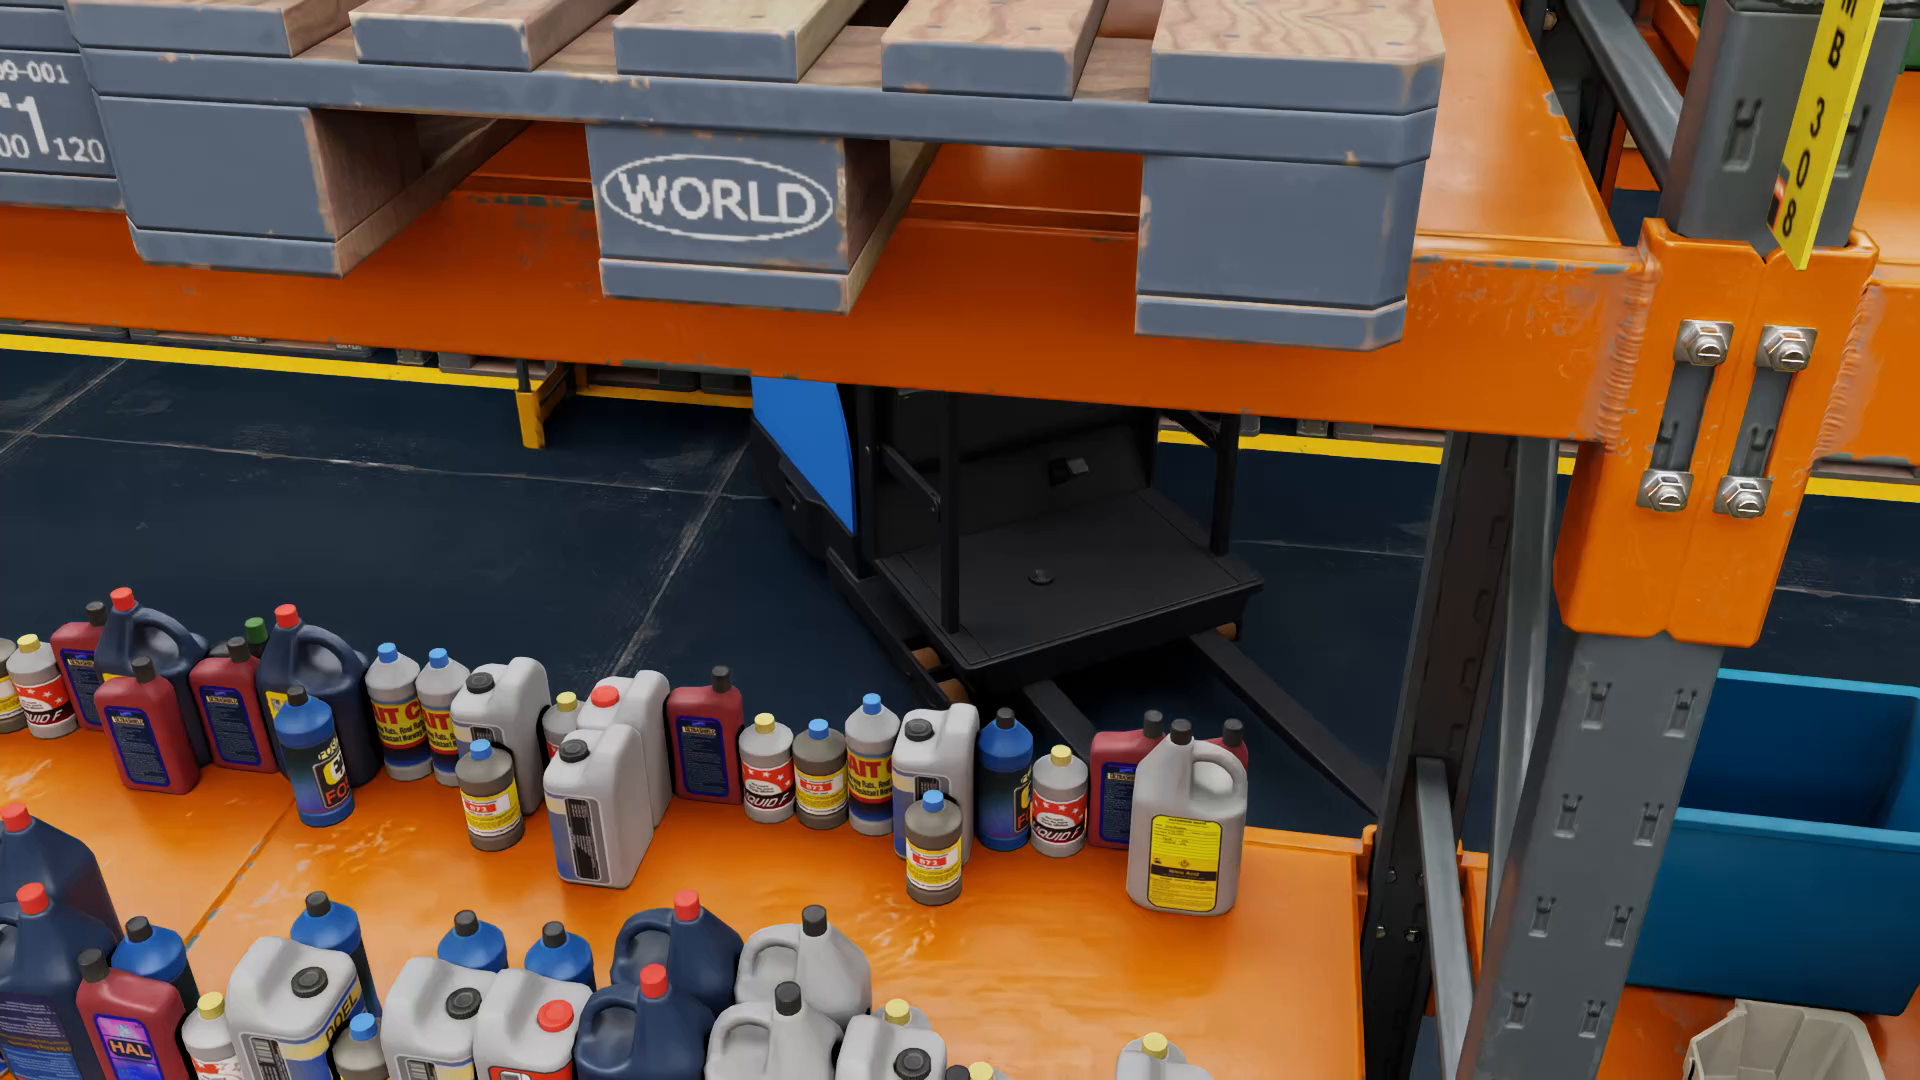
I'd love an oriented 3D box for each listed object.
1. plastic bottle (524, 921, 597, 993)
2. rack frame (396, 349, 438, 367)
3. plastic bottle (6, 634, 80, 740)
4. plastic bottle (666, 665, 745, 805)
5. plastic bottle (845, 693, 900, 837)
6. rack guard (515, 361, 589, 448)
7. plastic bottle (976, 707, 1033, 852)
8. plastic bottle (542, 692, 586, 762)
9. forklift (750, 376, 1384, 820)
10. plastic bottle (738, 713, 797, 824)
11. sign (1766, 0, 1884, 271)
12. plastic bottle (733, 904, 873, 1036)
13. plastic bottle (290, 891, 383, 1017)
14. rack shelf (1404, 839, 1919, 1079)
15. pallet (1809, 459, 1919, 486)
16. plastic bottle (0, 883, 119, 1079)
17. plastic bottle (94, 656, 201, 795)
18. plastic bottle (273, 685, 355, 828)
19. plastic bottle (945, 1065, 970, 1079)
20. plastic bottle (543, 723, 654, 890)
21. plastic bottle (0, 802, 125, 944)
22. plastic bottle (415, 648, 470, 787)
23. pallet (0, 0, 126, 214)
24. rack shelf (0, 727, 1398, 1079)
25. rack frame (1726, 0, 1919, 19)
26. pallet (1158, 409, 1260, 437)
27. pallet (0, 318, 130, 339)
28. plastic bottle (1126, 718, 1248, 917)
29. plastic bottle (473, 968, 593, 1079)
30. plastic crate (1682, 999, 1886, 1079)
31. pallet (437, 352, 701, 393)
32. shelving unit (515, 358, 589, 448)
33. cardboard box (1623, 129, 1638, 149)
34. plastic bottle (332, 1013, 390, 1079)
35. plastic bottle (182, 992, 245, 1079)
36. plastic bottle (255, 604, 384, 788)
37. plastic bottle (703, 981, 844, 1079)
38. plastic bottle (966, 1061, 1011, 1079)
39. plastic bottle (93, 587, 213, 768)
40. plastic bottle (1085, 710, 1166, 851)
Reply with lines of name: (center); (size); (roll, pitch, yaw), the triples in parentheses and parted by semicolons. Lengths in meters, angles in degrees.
plastic bottle: (-0.586, 0.674, 2.467); (0.097, 0.271, 0.097); (0, 32, 0)
rack frame: (-2.395, -2.317, 7.124); (0.127, 3.000, 1.000); (5, 32, 8)
plastic bottle: (-1.751, 0.272, 3.176); (0.097, 0.201, 0.097); (0, 32, 0)
plastic bottle: (-0.454, 0.345, 2.982); (0.133, 0.283, 0.061); (5, 32, 8)
plastic bottle: (-0.151, 0.387, 2.926); (0.097, 0.271, 0.097); (0, 32, 0)
rack guard: (-1.718, -0.637, 7.031); (0.087, 0.250, 0.587); (5, 32, 8)
plastic bottle: (0.077, 0.408, 2.892); (0.097, 0.271, 0.097); (0, 32, 0)
plastic bottle: (-0.703, 0.367, 3.024); (0.097, 0.201, 0.097); (0, 32, 0)
forklift: (0.293, -0.904, 4.932); (1.130, 2.935, 3.031); (-15, 35, -22)
plastic bottle: (-0.343, 0.399, 2.972); (0.097, 0.201, 0.097); (0, 32, 0)
sign: (0.617, -0.357, 1.158); (0.005, 0.325, 0.100); (5, 32, 8)
plastic bottle: (-0.226, 0.665, 2.407); (0.185, 0.351, 0.144); (5, 32, 8)
plastic bottle: (-0.948, 0.642, 2.519); (0.097, 0.271, 0.097); (0, 32, 0)
rack shelf: (2.683, 1.114, 2.321); (4.000, 0.370, 1.077); (5, 32, 8)
pallet: (3.431, -0.608, 7.023); (1.213, 0.211, 1.003); (5, 32, 8)
plastic bottle: (-1.336, 0.642, 2.443); (0.185, 0.351, 0.144); (5, 32, 8)
plastic bottle: (-1.477, 0.330, 3.006); (0.133, 0.283, 0.061); (5, 32, 8)
plastic bottle: (-1.148, 0.375, 2.946); (0.097, 0.271, 0.097); (0, 32, 0)
plastic bottle: (0.033, 0.817, 2.227); (0.133, 0.283, 0.061); (5, 32, 8)
plastic bottle: (-0.619, 0.439, 2.838); (0.135, 0.276, 0.152); (5, 32, 8)
plastic bottle: (-1.443, 0.551, 2.590); (0.185, 0.351, 0.144); (5, 32, 8)
plastic bottle: (-0.932, 0.316, 3.038); (0.097, 0.271, 0.097); (0, 32, 0)
pallet: (-1.196, -0.679, 1.859); (1.213, 0.211, 1.003); (5, 32, 8)
rack shelf: (-1.260, 0.757, 2.892); (4.000, 0.370, 1.077); (5, 32, 8)
rack frame: (0.711, -1.912, 0.824); (0.127, 3.000, 1.000); (5, 32, 8)
pallet: (0.740, -0.831, 7.378); (1.213, 0.211, 1.003); (5, 32, 8)
pallet: (-4.399, -1.339, 8.190); (1.213, 0.211, 1.003); (5, 32, 8)
plastic bottle: (0.379, 0.447, 2.755); (0.185, 0.351, 0.144); (5, 32, 8)
plastic bottle: (-0.589, 0.739, 2.359); (0.135, 0.276, 0.152); (5, 32, 8)
plastic crate: (1.146, 0.833, 2.284); (0.243, 0.136, 0.396); (5, 32, 8)
pallet: (-1.665, -1.048, 7.726); (1.213, 0.211, 1.003); (5, 32, 8)
shelving unit: (-1.226, -1.126, 6.633); (1.083, 1.500, 0.587); (5, 32, 8)
cardboard box: (2.510, -1.770, 6.157); (0.500, 0.500, 0.500); (6, 32, 9)
plastic bottle: (-0.840, 0.763, 2.391); (0.097, 0.201, 0.097); (0, 32, 0)
plastic bottle: (-1.069, 0.742, 2.424); (0.097, 0.201, 0.097); (0, 32, 0)
plastic bottle: (-1.171, 0.274, 3.032); (0.185, 0.351, 0.144); (5, 32, 8)
plastic bottle: (-0.250, 0.741, 2.286); (0.185, 0.351, 0.144); (5, 32, 8)
plastic bottle: (0.028, 0.809, 2.318); (0.097, 0.201, 0.097); (0, 32, 0)
plastic bottle: (-1.485, 0.245, 3.077); (0.185, 0.351, 0.144); (5, 32, 8)
plastic bottle: (0.290, 0.412, 2.874); (0.133, 0.283, 0.061); (5, 32, 8)
